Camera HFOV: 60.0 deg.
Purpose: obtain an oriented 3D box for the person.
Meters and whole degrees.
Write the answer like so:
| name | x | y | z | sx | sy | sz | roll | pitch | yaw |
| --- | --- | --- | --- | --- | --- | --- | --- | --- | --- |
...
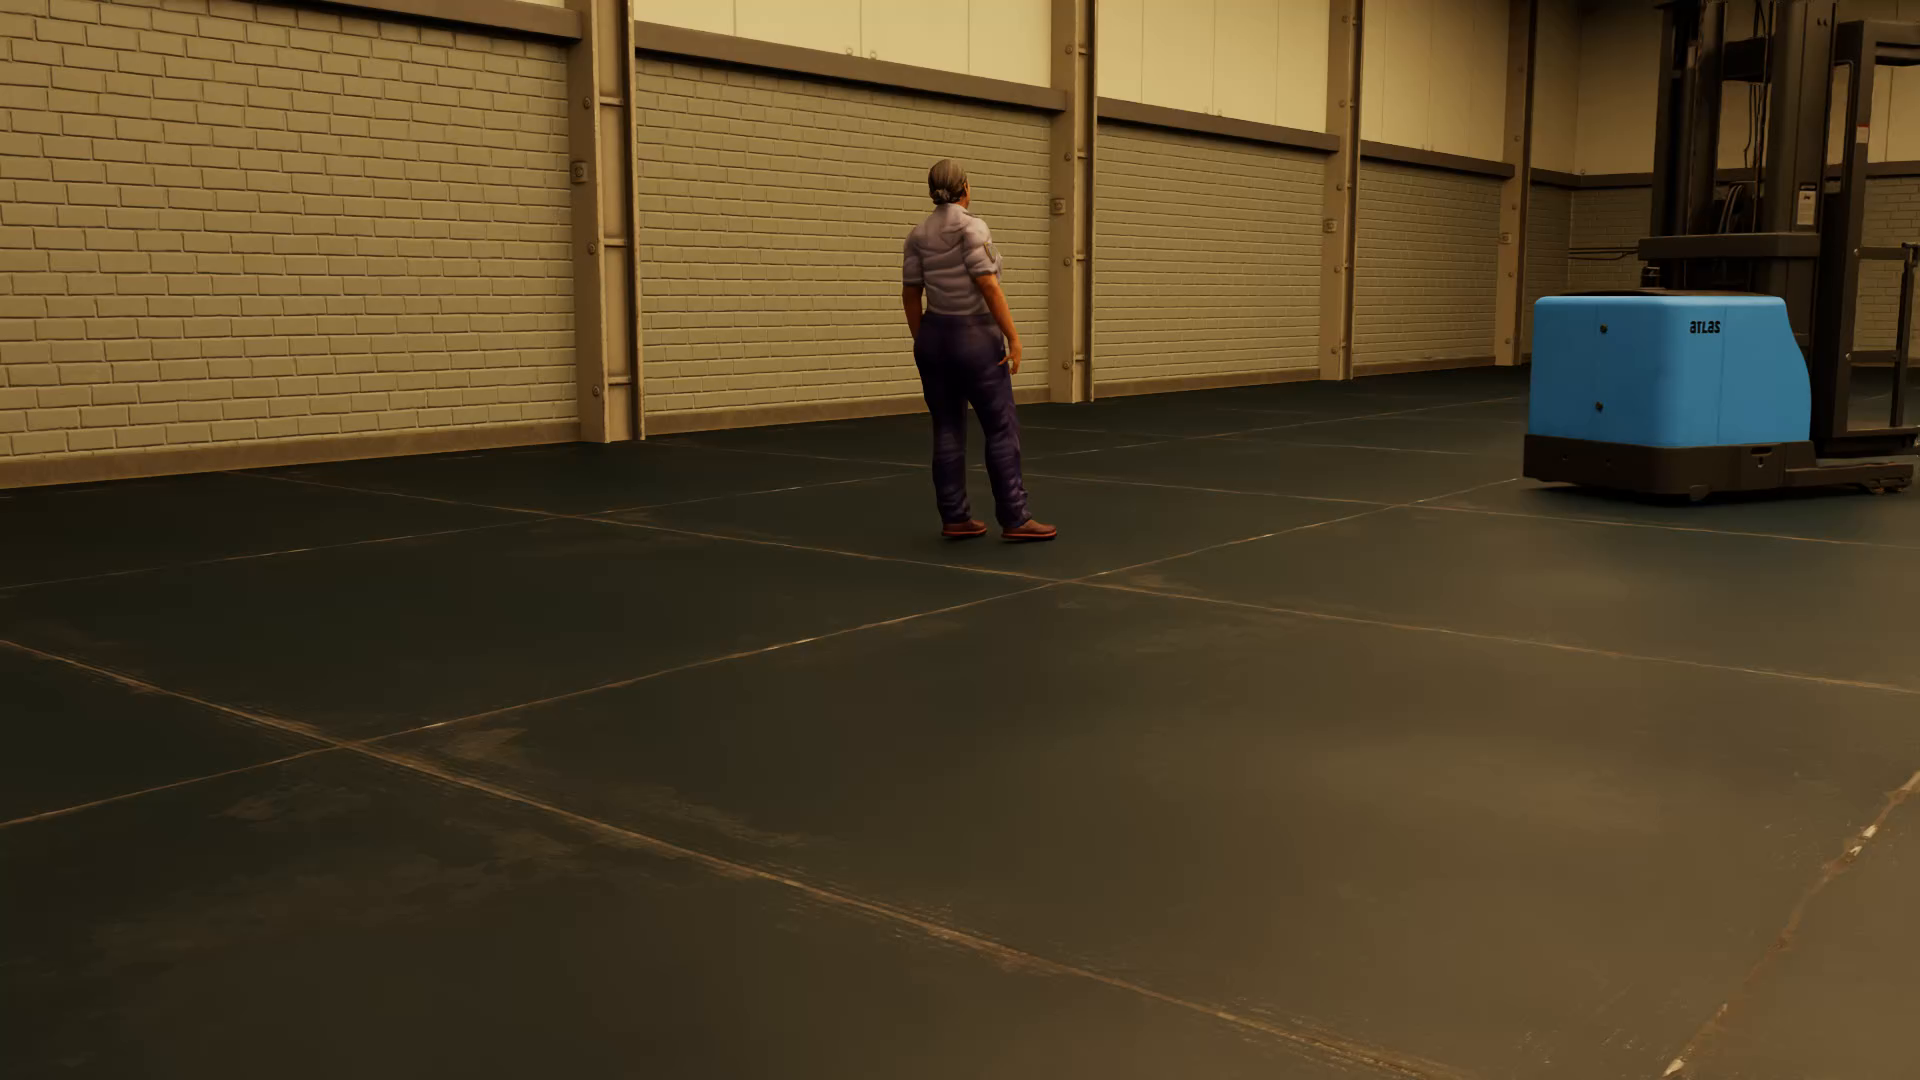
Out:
| name | x | y | z | sx | sy | sz | roll | pitch | yaw |
| --- | --- | --- | --- | --- | --- | --- | --- | --- | --- |
| person | 0.078 | -0.830 | 7.337 | 0.589 | 1.651 | 0.502 | 7 | 11 | 38 |

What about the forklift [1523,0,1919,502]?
| name | x | y | z | sx | sy | sz | roll | pitch | yaw |
| --- | --- | --- | --- | --- | --- | --- | --- | --- | --- |
| forklift | 4.723 | -1.767 | 9.359 | 3.031 | 2.935 | 1.130 | -4 | 9 | -25 |
